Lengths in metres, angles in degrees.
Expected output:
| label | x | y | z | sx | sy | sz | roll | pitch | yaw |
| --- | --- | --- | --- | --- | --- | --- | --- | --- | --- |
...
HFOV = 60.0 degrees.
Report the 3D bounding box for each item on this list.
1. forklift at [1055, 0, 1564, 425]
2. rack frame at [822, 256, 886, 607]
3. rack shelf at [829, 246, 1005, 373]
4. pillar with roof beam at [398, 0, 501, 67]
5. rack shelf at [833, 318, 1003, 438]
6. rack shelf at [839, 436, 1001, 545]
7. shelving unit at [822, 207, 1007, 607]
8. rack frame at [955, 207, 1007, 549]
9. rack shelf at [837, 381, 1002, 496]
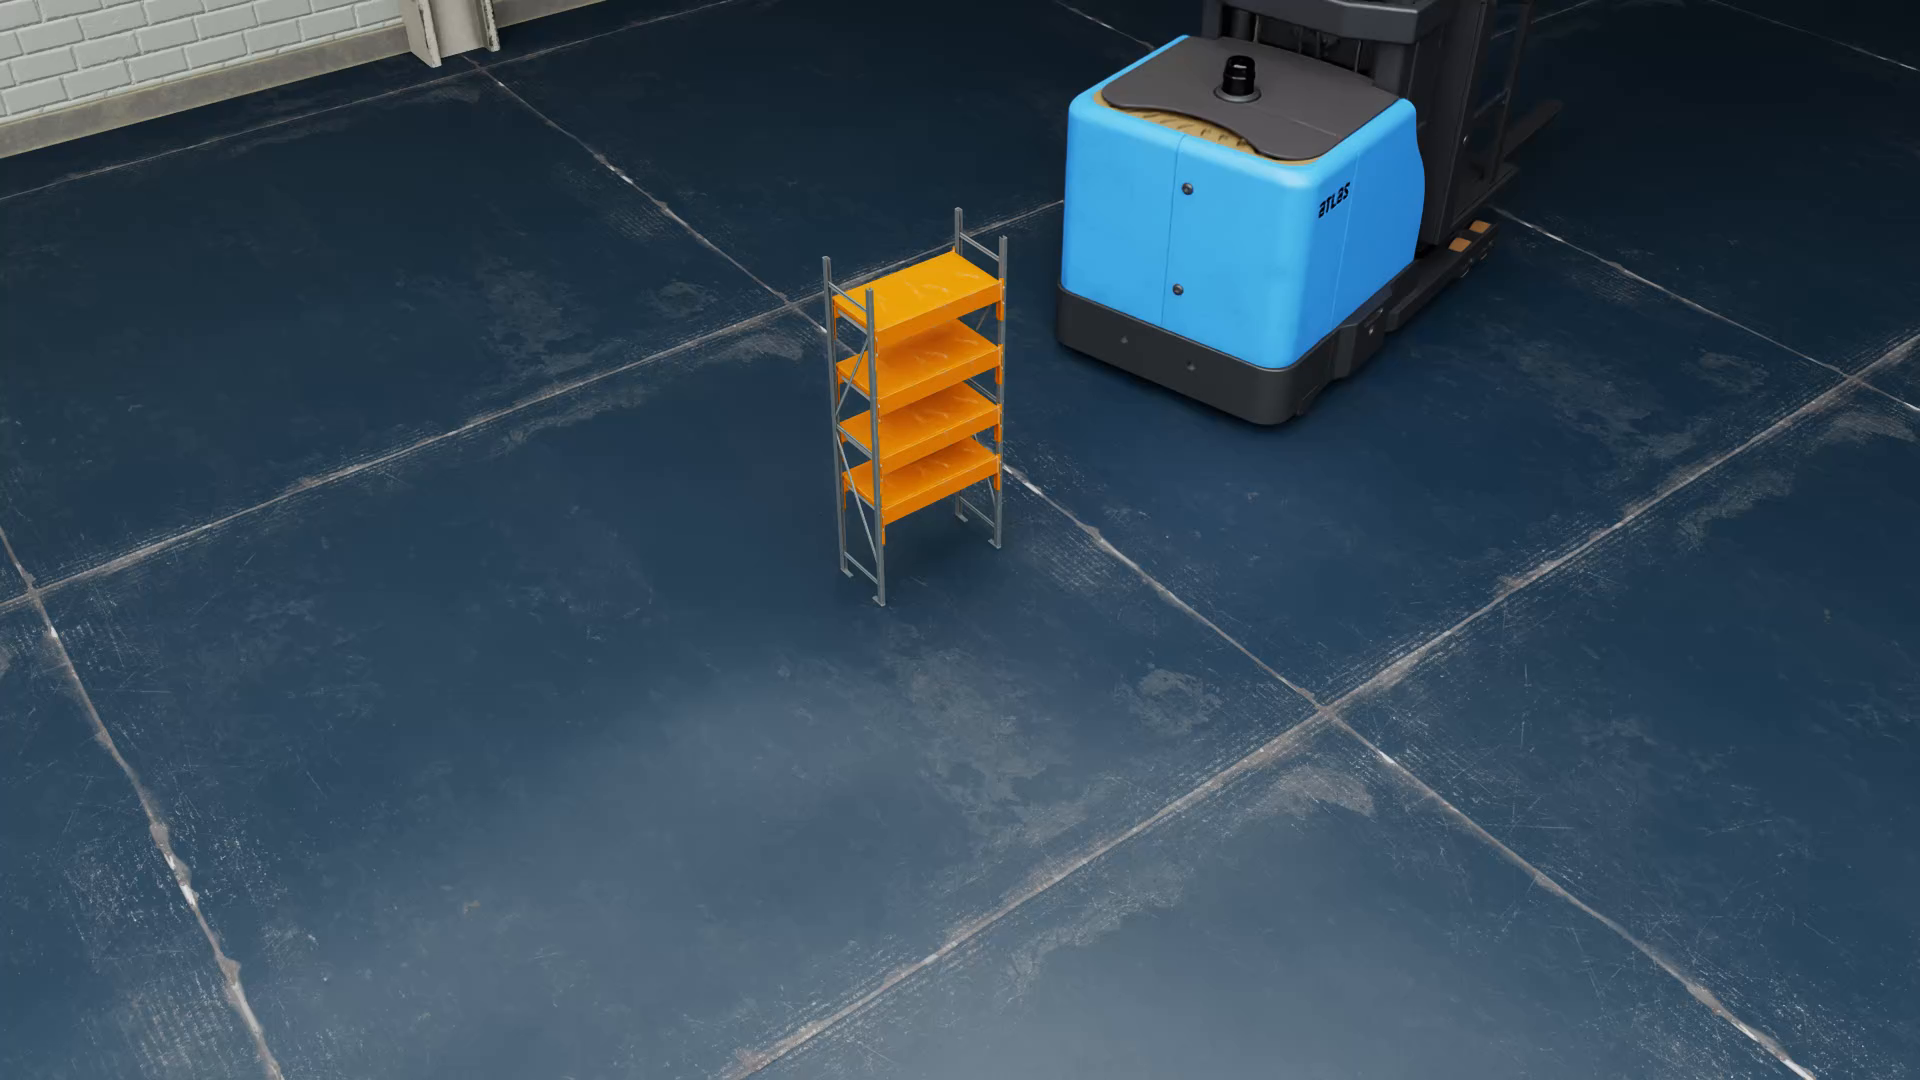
| label | x | y | z | sx | sy | sz | roll | pitch | yaw |
| --- | --- | --- | --- | --- | --- | --- | --- | --- | --- |
| forklift | 1.687 | -2.434 | 6.406 | 1.130 | 2.935 | 3.031 | 27 | 46 | 29 |
| rack frame | -0.325 | -0.306 | 5.176 | 0.015 | 1.200 | 0.240 | -26 | 46 | -28 |
| rack shelf | -0.131 | -0.704 | 5.042 | 0.480 | 0.148 | 0.258 | -26 | 46 | -28 |
| pillar with roof beam | -0.105 | -3.966 | 3.489 | 0.400 | 9.000 | 9.100 | -26 | 46 | -28 |
| rack shelf | -0.131 | -0.521 | 5.192 | 0.480 | 0.148 | 0.258 | -26 | 46 | -28 |
| rack shelf | -0.131 | -0.194 | 5.460 | 0.480 | 0.148 | 0.258 | -26 | 46 | -28 |
| shelving unit | -0.131 | -0.400 | 5.291 | 0.503 | 1.200 | 0.258 | -26 | 46 | -28 |
| rack frame | 0.062 | -0.494 | 5.406 | 0.015 | 1.200 | 0.240 | -26 | 46 | -28 |
| rack shelf | -0.131 | -0.348 | 5.334 | 0.480 | 0.148 | 0.258 | -26 | 46 | -28 |
